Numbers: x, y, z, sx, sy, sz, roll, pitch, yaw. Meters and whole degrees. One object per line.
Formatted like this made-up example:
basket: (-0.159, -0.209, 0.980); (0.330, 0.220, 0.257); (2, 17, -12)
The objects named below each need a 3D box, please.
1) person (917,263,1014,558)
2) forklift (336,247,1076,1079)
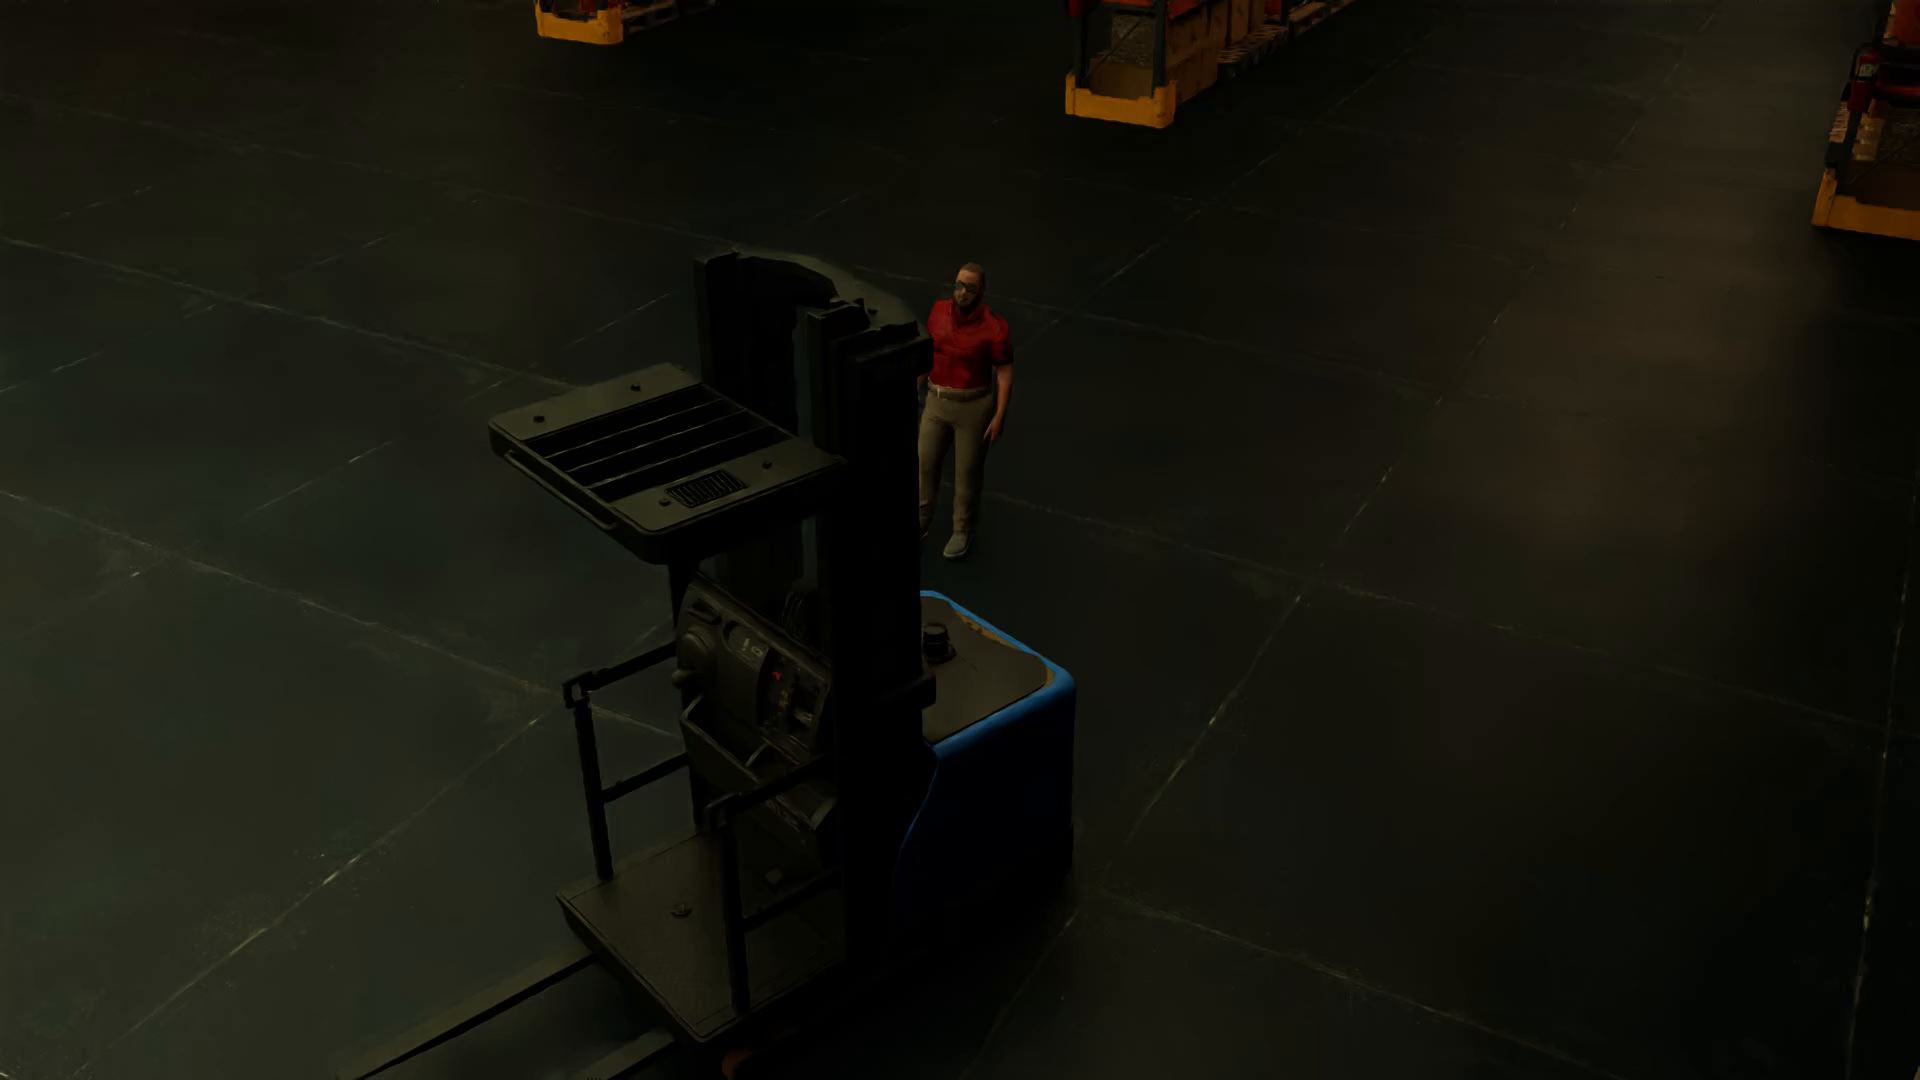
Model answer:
person: (-0.054, -0.719, 9.504); (0.640, 1.727, 0.550); (15, 33, 25)
forklift: (-0.945, 0.526, 6.159); (3.031, 2.935, 1.130); (-24, 37, -35)
